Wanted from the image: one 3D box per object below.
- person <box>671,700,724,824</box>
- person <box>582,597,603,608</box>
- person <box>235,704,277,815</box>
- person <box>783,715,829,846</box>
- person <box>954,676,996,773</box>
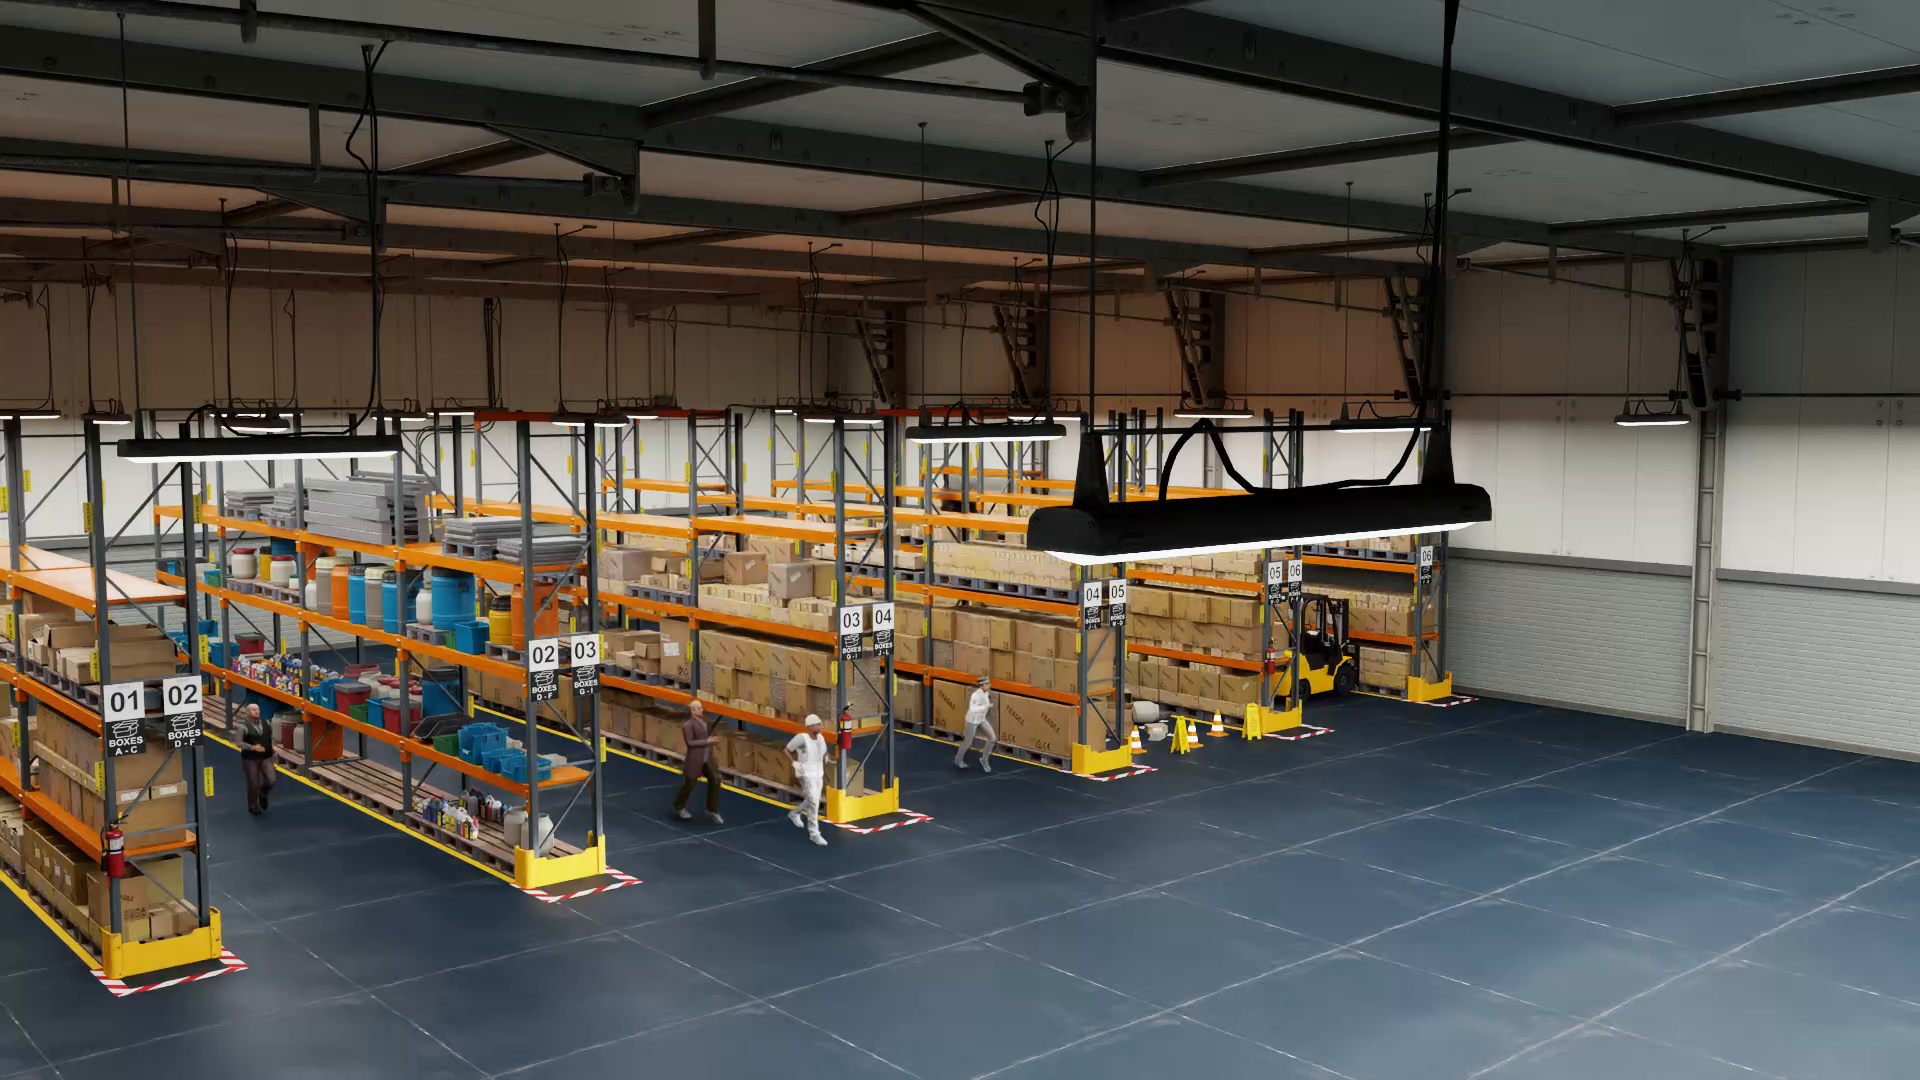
[{"bbox_3d":[-3.888,3.321,24.581,0.863,1.760,0.672,3,6,29],"label":"person"},{"bbox_3d":[-9.098,1.899,40.468,0.789,1.759,0.638,4,6,36],"label":"person"},{"bbox_3d":[-10.516,3.292,24.952,0.603,1.682,0.643,5,7,44],"label":"person"},{"bbox_3d":[-2.114,3.371,23.762,0.979,1.766,0.704,4,6,35],"label":"person"},{"bbox_3d":[0.260,3.059,27.818,0.886,1.653,0.599,5,7,42],"label":"person"}]
